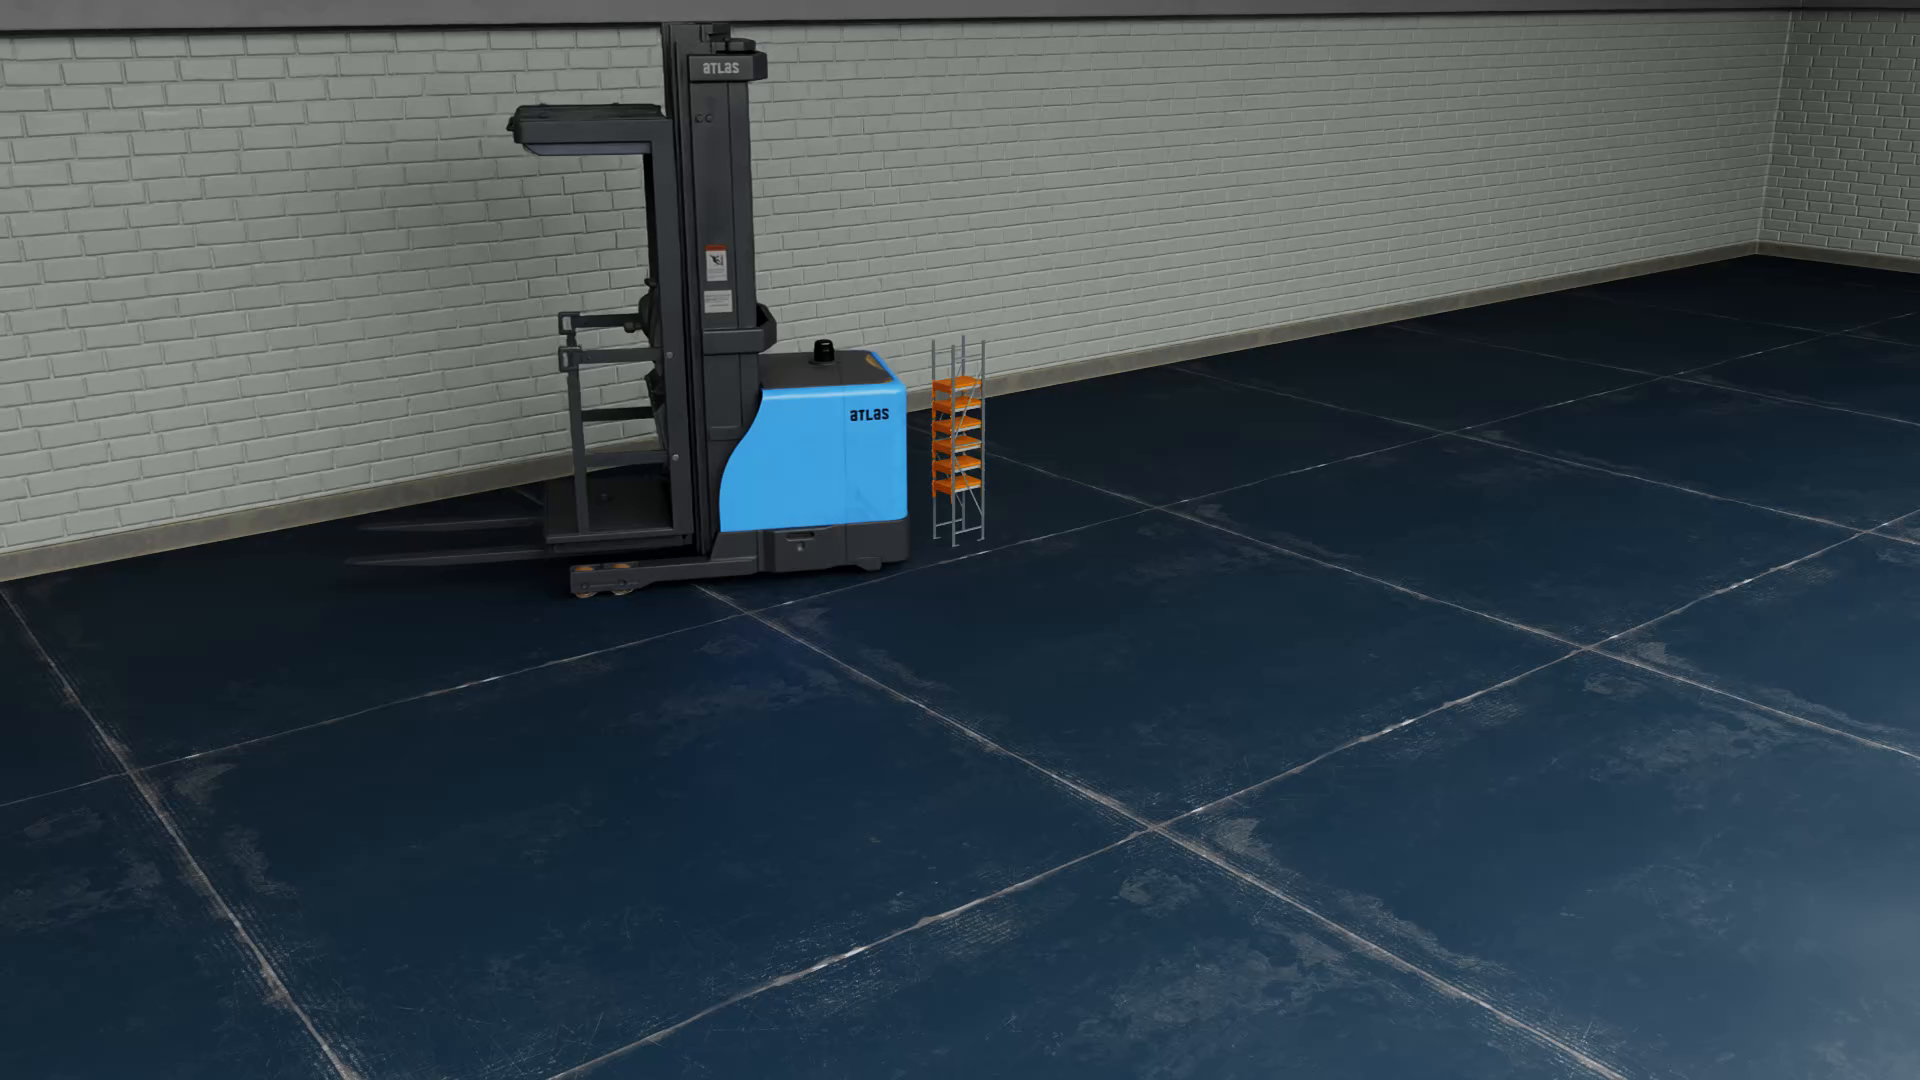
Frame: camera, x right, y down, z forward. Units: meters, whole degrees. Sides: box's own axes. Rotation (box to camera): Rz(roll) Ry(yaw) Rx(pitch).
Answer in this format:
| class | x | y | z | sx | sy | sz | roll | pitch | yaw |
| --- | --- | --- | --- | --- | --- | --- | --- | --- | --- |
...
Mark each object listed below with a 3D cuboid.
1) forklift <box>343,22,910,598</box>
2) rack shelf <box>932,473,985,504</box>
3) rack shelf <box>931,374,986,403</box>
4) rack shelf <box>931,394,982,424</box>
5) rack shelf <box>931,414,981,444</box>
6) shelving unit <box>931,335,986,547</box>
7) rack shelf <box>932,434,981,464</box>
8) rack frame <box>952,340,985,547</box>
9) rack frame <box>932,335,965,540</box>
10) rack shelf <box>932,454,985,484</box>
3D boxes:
| class | x | y | z | sx | sy | sz | roll | pitch | yaw |
| --- | --- | --- | --- | --- | --- | --- | --- | --- | --- |
| forklift | -1.853 | -1.263 | 9.015 | 3.031 | 2.935 | 1.130 | -4 | 19 | -12 |
| rack shelf | -0.009 | -0.303 | 9.774 | 0.258 | 0.103 | 0.180 | -14 | 23 | -36 |
| rack shelf | -0.009 | -0.873 | 9.585 | 0.258 | 0.103 | 0.180 | -14 | 23 | -36 |
| rack shelf | -0.009 | -0.759 | 9.623 | 0.258 | 0.103 | 0.180 | -14 | 23 | -36 |
| rack shelf | -0.009 | -0.645 | 9.661 | 0.258 | 0.103 | 0.180 | -14 | 23 | -36 |
| shelving unit | -0.009 | -0.573 | 9.685 | 0.258 | 1.200 | 0.189 | -14 | 23 | -36 |
| rack shelf | -0.009 | -0.531 | 9.699 | 0.258 | 0.103 | 0.180 | -14 | 23 | -36 |
| rack frame | 0.048 | -0.551 | 9.617 | 0.240 | 1.200 | 0.006 | -14 | 23 | -36 |
| rack frame | -0.066 | -0.596 | 9.753 | 0.240 | 1.200 | 0.006 | -14 | 23 | -36 |
| rack shelf | -0.009 | -0.417 | 9.736 | 0.258 | 0.103 | 0.180 | -14 | 23 | -36 |
